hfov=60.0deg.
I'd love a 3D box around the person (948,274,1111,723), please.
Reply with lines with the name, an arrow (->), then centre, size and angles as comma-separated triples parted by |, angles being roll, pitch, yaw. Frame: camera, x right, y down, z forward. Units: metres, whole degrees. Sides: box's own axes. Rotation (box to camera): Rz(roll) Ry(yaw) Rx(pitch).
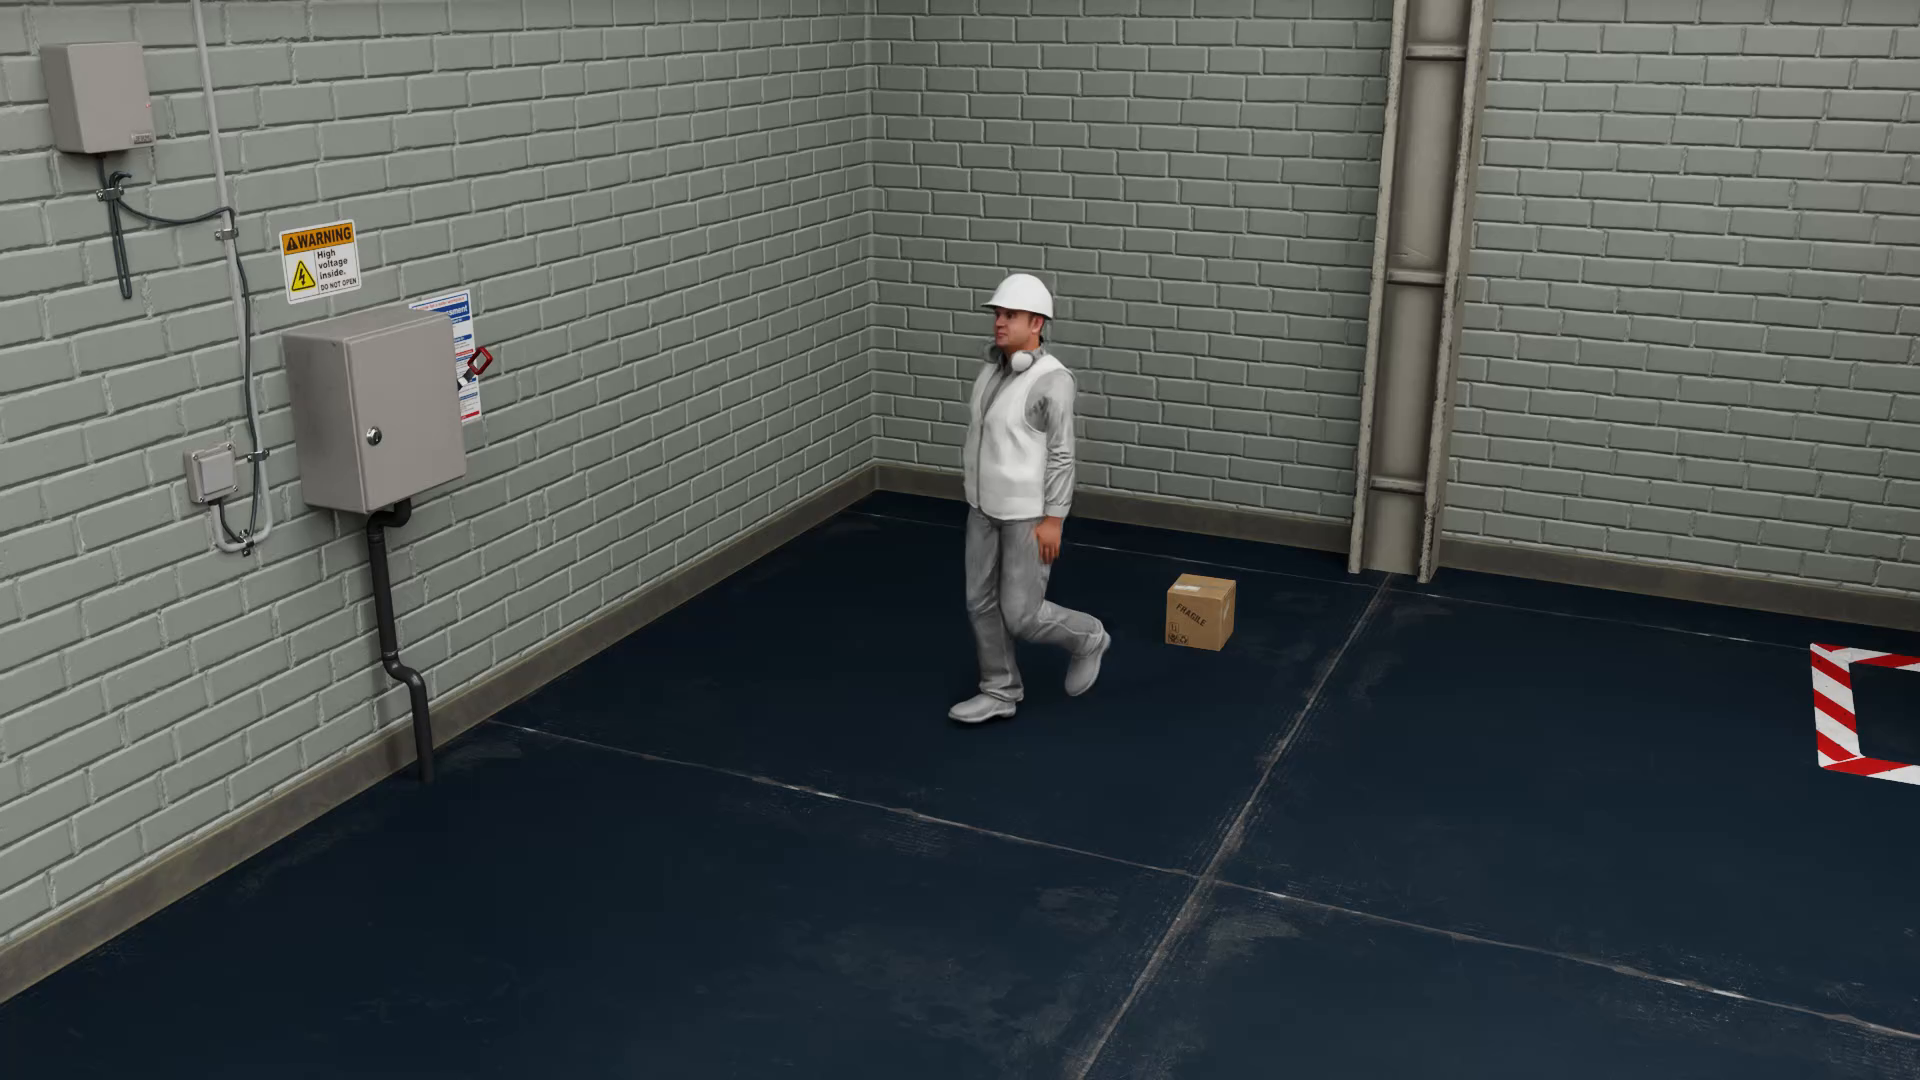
person -> 0.267, -0.147, 6.409 | 0.670, 1.759, 0.539 | -12, 23, -32
